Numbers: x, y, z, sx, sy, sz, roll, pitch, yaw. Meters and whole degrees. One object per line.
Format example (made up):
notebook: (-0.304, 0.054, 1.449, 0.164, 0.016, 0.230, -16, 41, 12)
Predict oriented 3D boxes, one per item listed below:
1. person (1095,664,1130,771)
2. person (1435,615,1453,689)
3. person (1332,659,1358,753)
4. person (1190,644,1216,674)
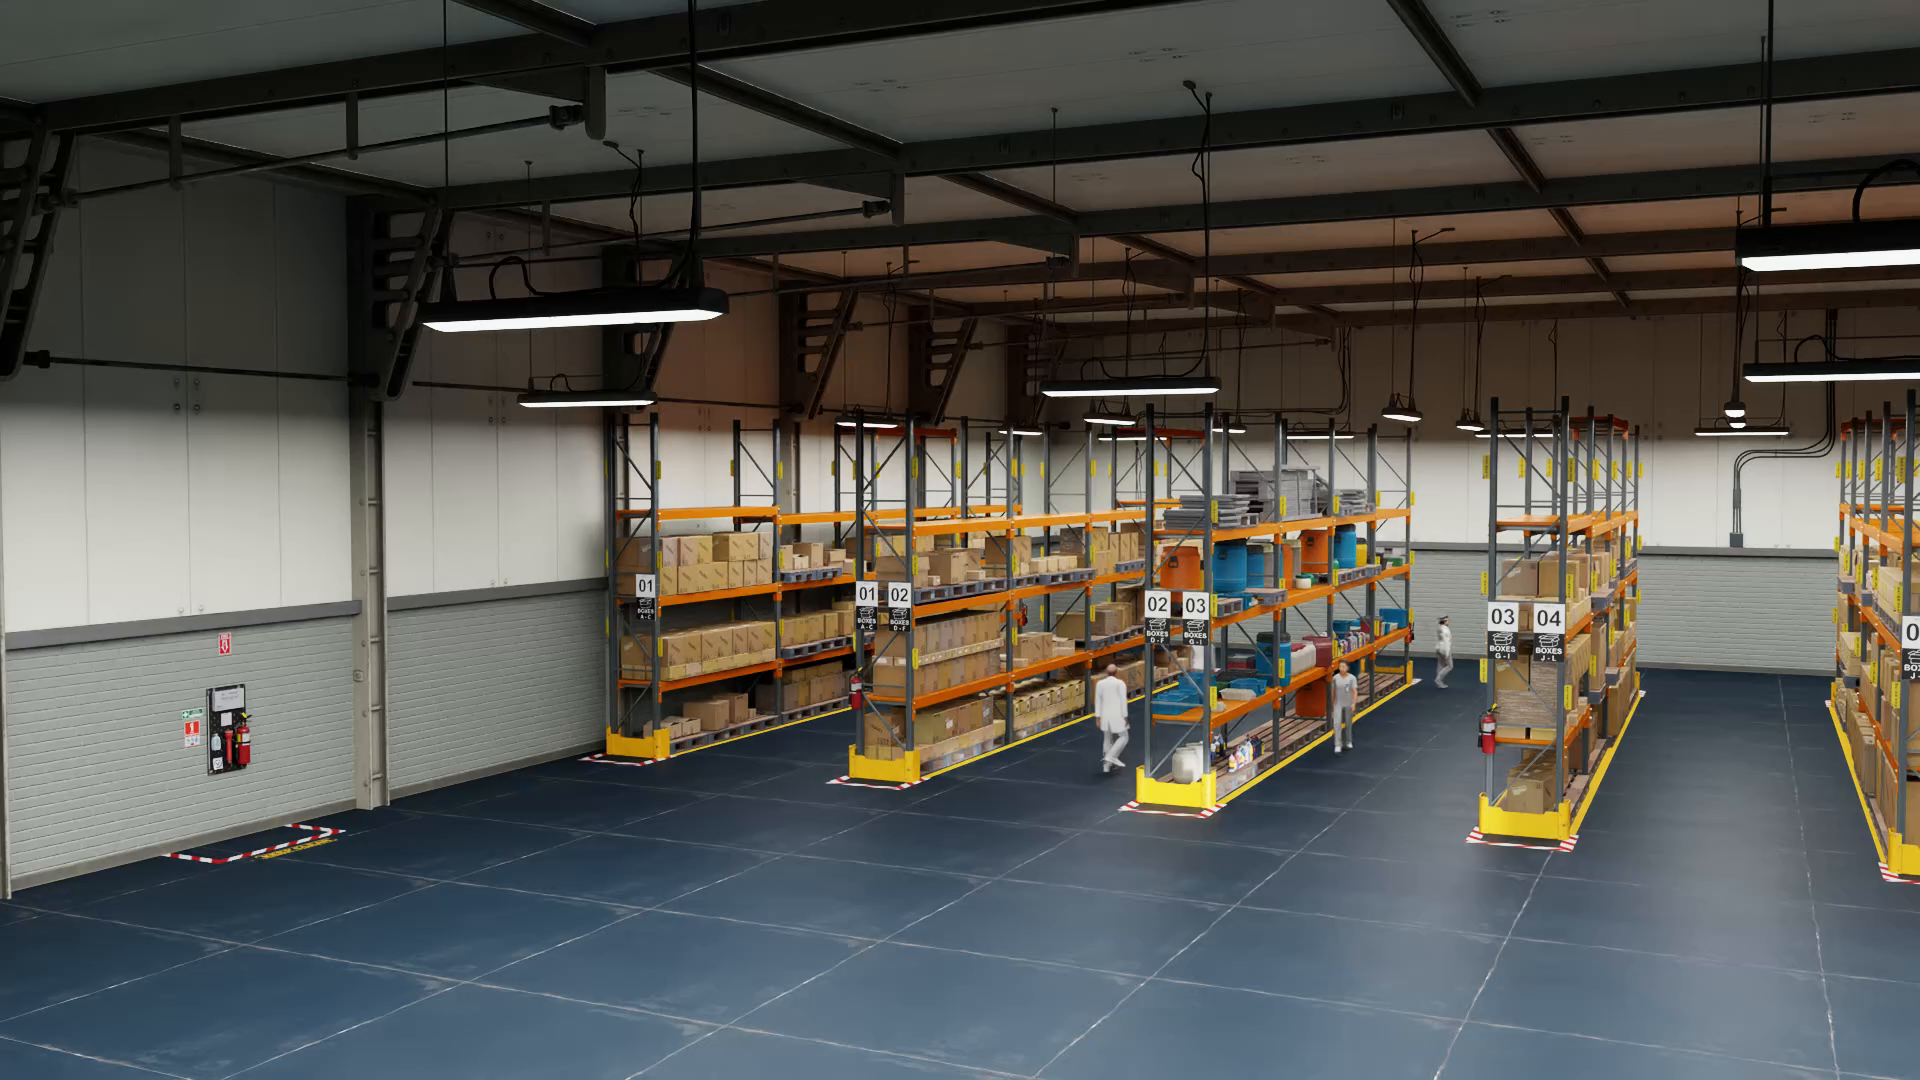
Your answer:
person: (2.515, 2.948, 27.618, 0.604, 1.771, 0.572, 2, 3, 36)
person: (11.052, 2.553, 38.137, 0.412, 1.677, 0.527, 0, 2, -10)
person: (6.805, 2.927, 29.460, 0.463, 1.618, 0.985, 1, 3, 18)
person: (5.005, 2.677, 34.298, 0.568, 1.773, 0.506, 1, 3, 31)
